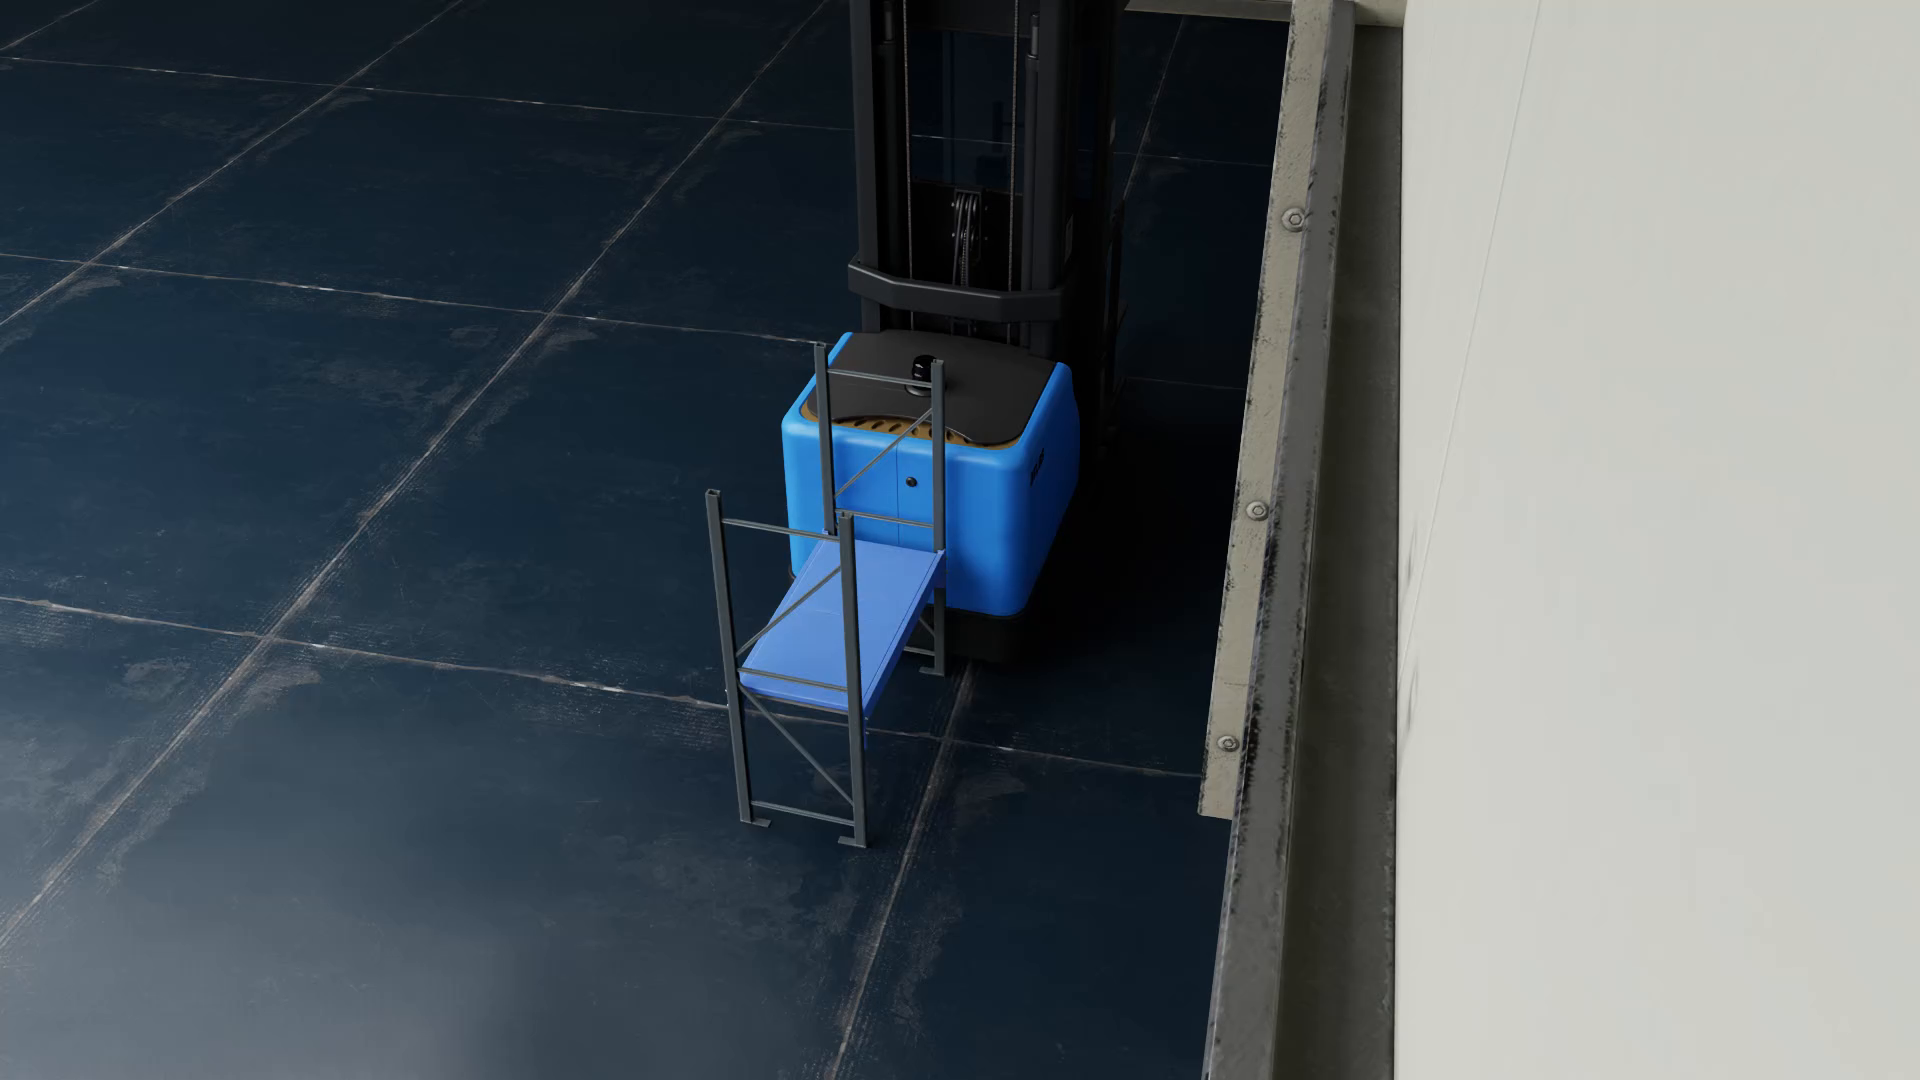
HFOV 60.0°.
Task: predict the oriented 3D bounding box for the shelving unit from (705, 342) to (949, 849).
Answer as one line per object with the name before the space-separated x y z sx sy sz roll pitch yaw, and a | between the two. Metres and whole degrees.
shelving unit | -0.442 0.203 6.191 0.538 1.500 1.048 10 37 13

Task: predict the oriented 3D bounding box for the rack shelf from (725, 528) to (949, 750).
rack shelf | -0.442 0.349 6.297 0.538 0.185 1.000 10 37 13

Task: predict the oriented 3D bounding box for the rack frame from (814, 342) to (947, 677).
rack frame | -0.300 -0.083 6.587 0.500 1.500 0.032 10 37 13

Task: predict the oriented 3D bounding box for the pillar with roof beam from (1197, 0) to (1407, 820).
pillar with roof beam | -3.111 -3.237 4.548 9.100 9.000 0.400 7 37 10

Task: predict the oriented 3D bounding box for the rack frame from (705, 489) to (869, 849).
rack frame | -0.584 0.490 5.796 0.500 1.500 0.032 10 37 13

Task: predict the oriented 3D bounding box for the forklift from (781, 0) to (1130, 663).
forklift | 0.175 -1.539 7.376 1.130 2.935 3.031 10 37 13
